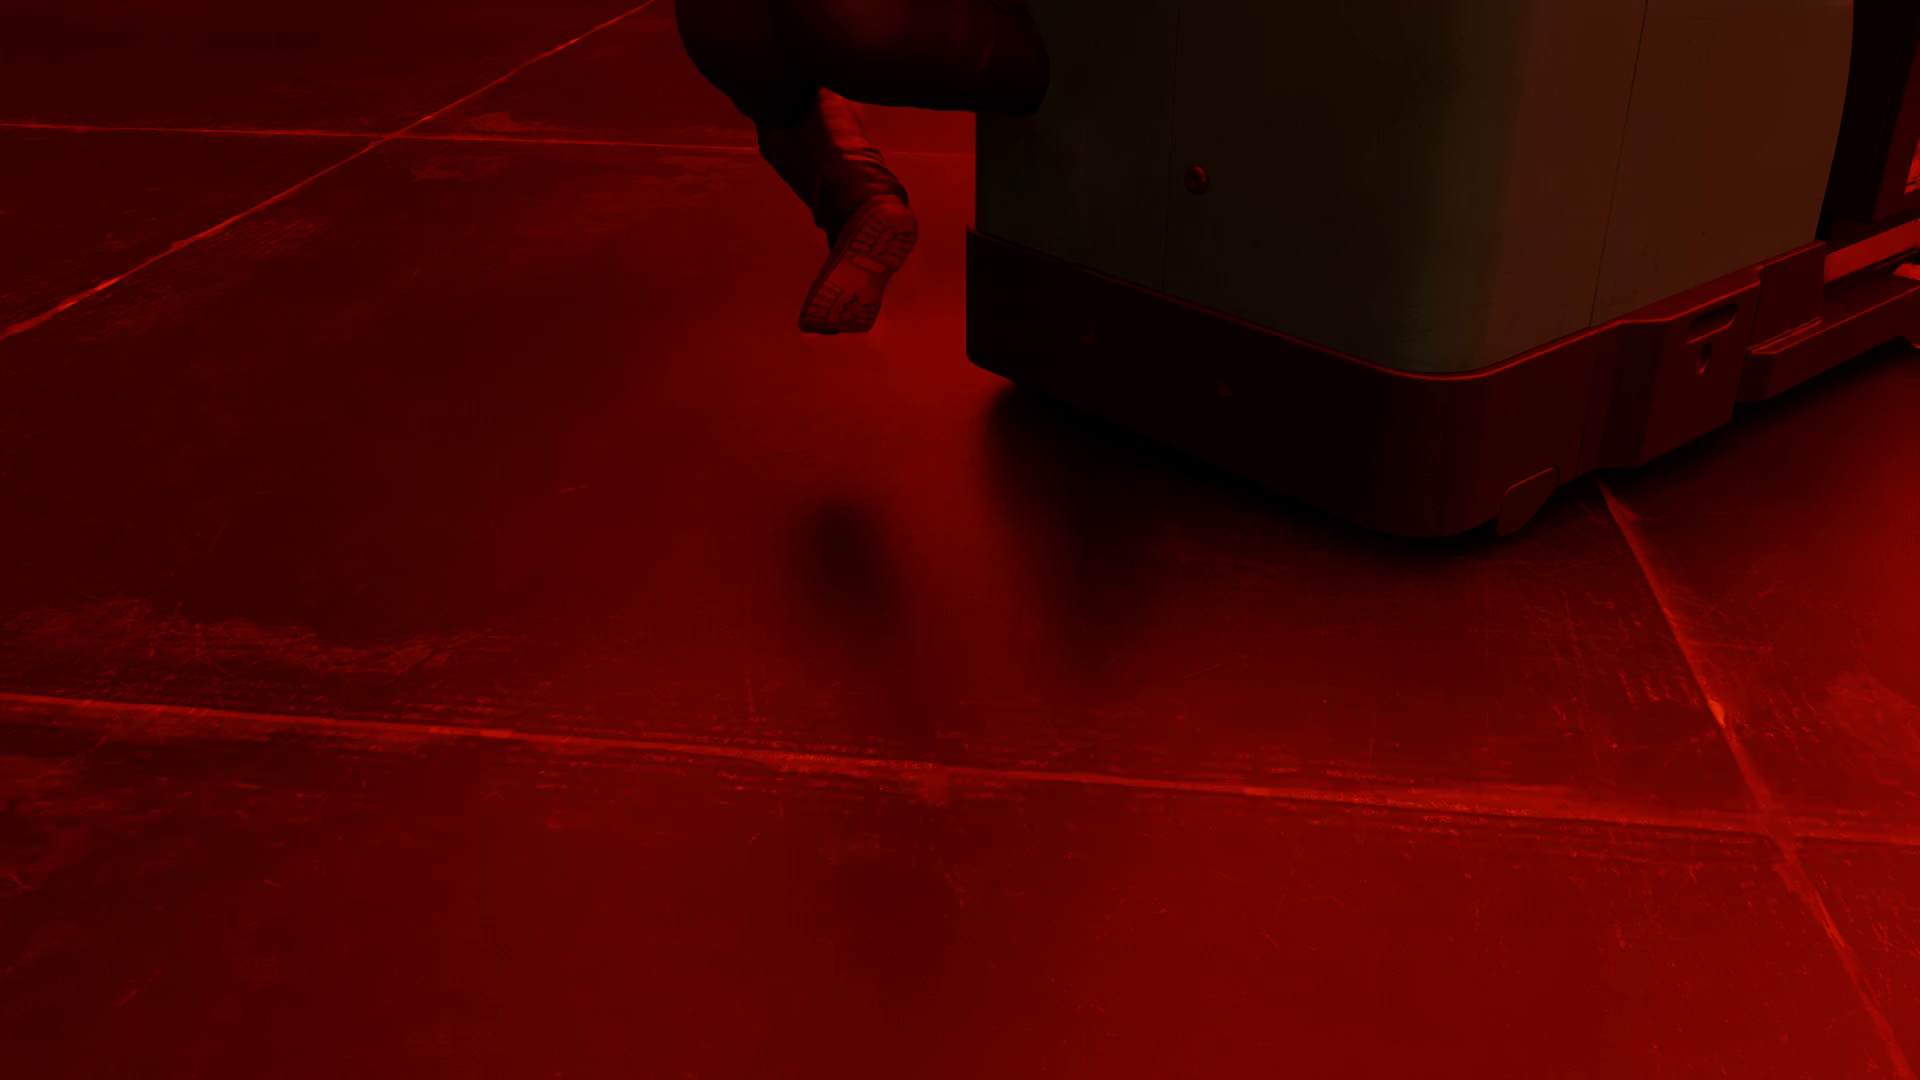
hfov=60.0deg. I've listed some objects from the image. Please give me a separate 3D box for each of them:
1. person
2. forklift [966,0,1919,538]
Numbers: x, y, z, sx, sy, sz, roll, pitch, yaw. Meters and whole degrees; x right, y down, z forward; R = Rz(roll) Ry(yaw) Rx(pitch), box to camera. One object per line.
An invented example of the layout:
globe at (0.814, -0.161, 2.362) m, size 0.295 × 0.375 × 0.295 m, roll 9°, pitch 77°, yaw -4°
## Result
person at (-0.056, -0.941, 2.569) m, size 0.762 × 1.402 × 0.620 m, roll 9°, pitch 28°, yaw 17°
forklift at (1.466, -1.843, 2.911) m, size 3.031 × 2.935 × 1.130 m, roll -20°, pitch 33°, yaw -35°
